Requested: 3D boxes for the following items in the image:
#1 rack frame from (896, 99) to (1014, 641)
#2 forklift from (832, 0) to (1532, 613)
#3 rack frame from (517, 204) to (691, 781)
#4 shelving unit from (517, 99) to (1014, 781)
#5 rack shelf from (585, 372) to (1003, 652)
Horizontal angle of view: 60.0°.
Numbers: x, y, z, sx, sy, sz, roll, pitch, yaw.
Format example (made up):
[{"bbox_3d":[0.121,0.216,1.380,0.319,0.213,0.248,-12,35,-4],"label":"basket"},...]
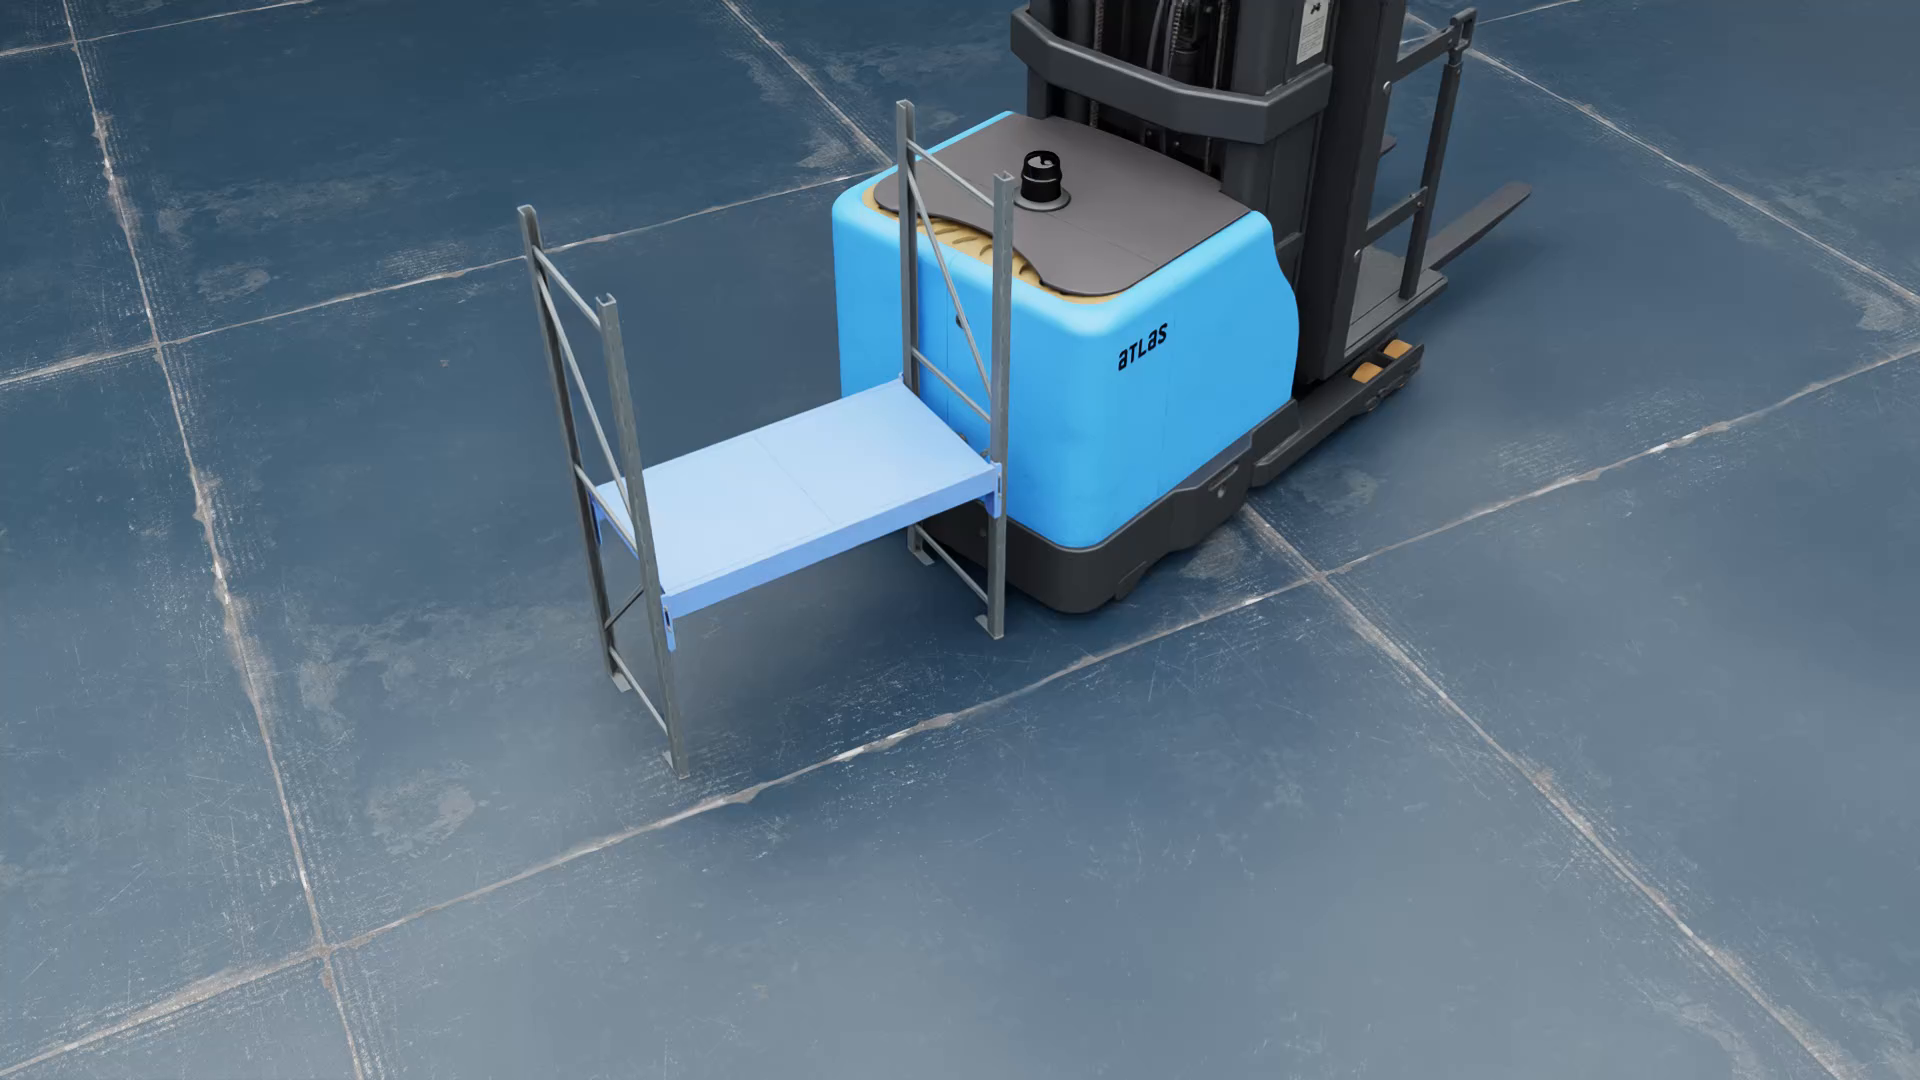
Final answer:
[{"bbox_3d":[-0.017,-0.416,4.581,0.032,1.500,0.500,-22,45,-24],"label":"rack frame"},{"bbox_3d":[0.984,-1.768,5.070,1.130,2.935,3.031,31,49,31],"label":"forklift"},{"bbox_3d":[-0.875,-0.063,4.164,0.032,1.500,0.500,-22,45,-24],"label":"rack frame"},{"bbox_3d":[-0.446,-0.240,4.372,1.048,1.500,0.538,-22,45,-24],"label":"shelving unit"},{"bbox_3d":[-0.446,-0.102,4.489,1.000,0.185,0.538,-22,45,-24],"label":"rack shelf"}]
